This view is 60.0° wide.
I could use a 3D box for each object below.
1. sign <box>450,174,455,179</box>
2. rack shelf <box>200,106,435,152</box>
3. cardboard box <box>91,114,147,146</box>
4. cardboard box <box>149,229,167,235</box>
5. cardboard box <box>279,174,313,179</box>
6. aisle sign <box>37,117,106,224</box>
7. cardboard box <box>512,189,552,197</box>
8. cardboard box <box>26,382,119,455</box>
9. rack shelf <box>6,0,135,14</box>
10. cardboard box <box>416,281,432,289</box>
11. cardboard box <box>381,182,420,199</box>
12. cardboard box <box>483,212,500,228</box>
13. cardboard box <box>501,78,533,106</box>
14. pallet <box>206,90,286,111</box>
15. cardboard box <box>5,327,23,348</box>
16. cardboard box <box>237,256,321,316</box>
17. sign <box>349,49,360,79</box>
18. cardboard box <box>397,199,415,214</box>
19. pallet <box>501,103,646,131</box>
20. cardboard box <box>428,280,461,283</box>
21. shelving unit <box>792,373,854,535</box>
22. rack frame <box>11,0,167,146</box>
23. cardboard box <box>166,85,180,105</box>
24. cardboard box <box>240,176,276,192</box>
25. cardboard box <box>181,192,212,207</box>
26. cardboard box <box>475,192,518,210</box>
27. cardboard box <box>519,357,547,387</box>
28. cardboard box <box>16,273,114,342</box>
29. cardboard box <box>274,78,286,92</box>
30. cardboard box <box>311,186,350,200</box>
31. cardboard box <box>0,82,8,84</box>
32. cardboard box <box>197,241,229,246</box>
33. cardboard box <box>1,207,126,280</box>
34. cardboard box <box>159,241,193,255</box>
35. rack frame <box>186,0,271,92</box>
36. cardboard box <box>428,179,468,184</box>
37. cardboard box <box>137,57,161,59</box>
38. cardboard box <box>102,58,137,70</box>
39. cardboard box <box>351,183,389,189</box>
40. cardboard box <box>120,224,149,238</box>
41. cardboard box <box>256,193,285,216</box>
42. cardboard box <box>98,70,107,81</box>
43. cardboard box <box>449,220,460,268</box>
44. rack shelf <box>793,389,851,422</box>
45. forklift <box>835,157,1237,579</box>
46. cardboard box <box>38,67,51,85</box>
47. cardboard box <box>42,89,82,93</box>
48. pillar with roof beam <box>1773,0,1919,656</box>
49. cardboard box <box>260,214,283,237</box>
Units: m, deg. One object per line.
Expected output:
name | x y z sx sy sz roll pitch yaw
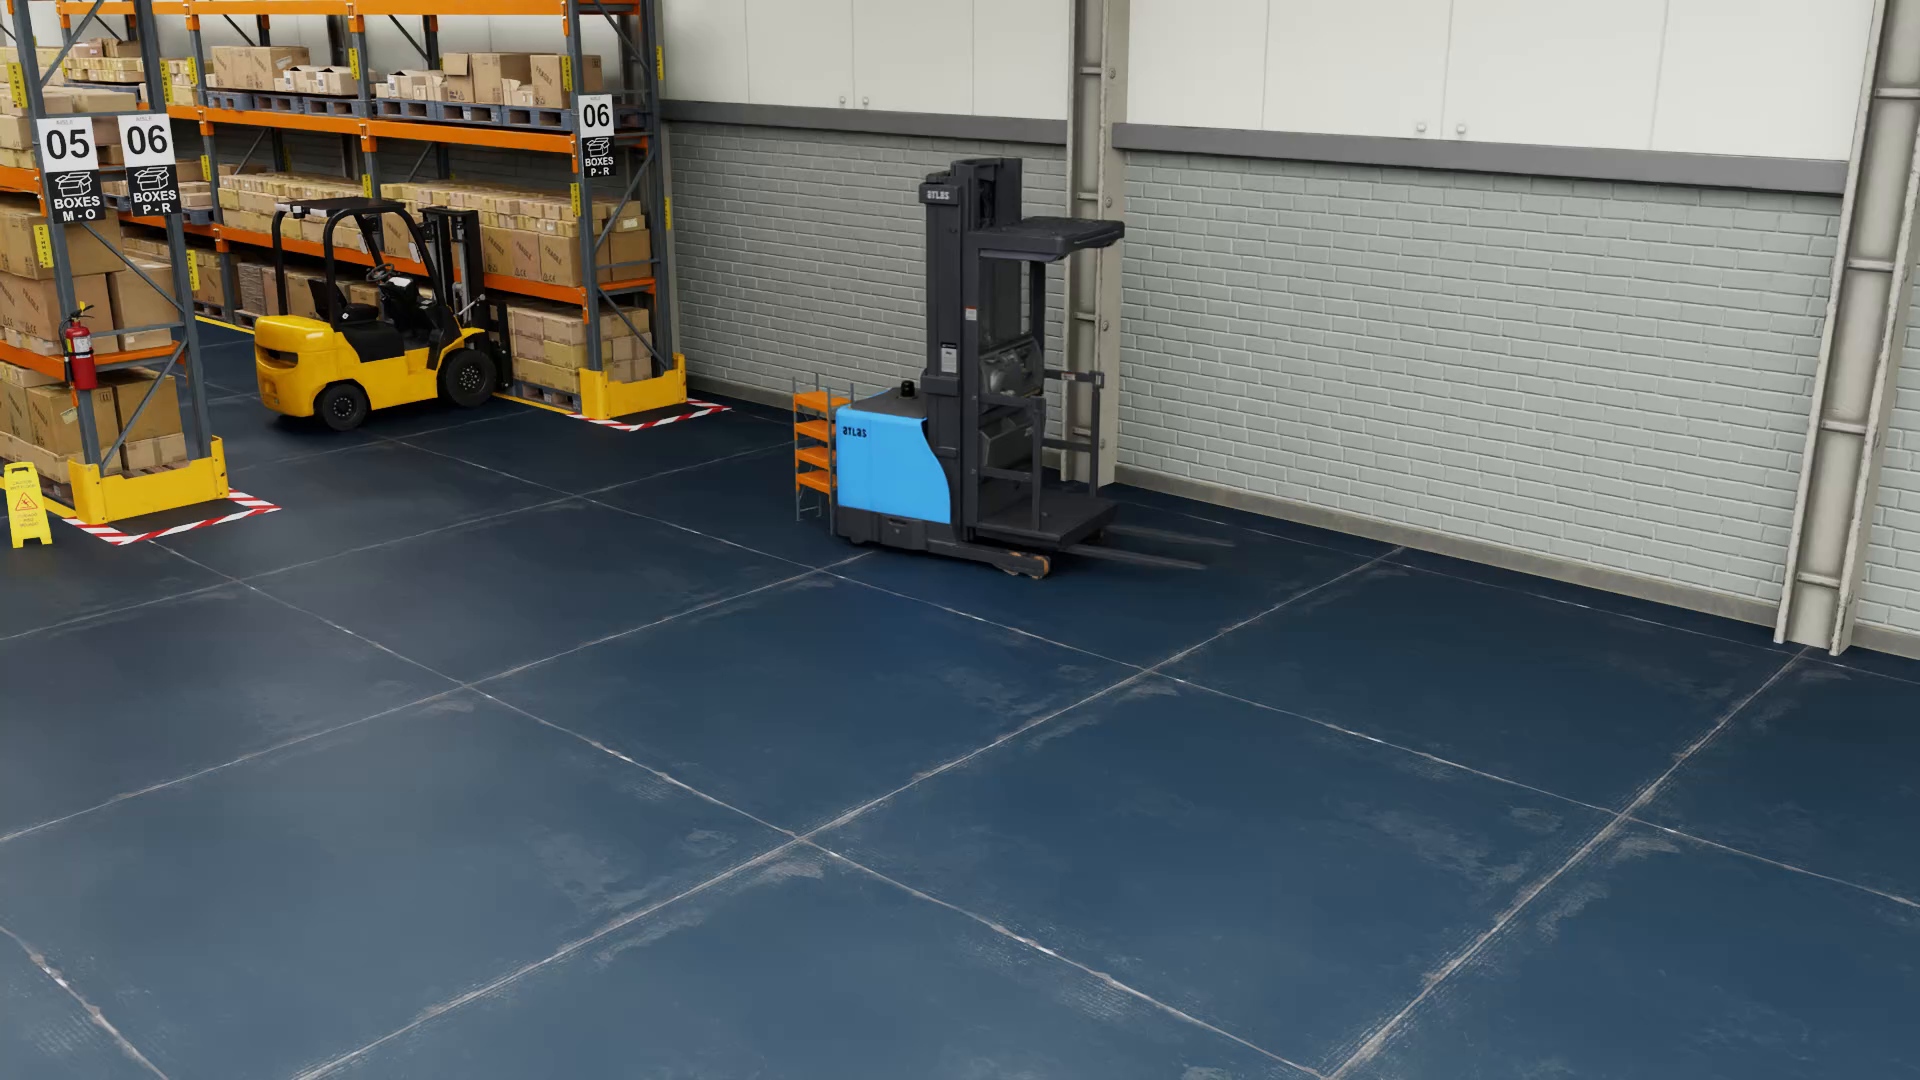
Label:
sign | -6.051 -4.198 19.820 0.005 0.325 0.100 15 23 39
rack shelf | -7.914 -5.110 20.486 4.000 0.370 1.077 15 23 39
cardboard box | -6.917 -3.356 13.526 0.500 0.250 0.500 15 23 38
cardboard box | -11.935 -4.538 24.816 0.250 0.149 0.380 14 22 37
cardboard box | -8.609 -4.669 21.628 0.250 0.149 0.380 15 23 39
aisle sign | -6.864 -2.856 12.855 0.004 0.787 0.394 15 23 39
cardboard box | -4.674 -3.750 18.241 0.250 0.149 0.380 15 23 40
cardboard box | -7.491 -1.044 14.054 0.500 0.500 0.500 15 23 40
rack shelf | -8.214 -4.612 13.961 4.000 0.370 1.077 15 23 39
cardboard box | -6.265 -2.820 19.237 0.500 0.250 0.500 15 23 38
cardboard box | -6.377 -3.990 18.994 0.250 0.149 0.380 16 23 40
cardboard box | -4.847 -3.434 17.736 0.250 0.149 0.380 15 23 40
cardboard box | -4.437 -4.581 16.991 0.258 0.266 0.396 15 23 39
pallet | -8.843 -5.649 21.306 1.003 0.211 1.213 16 24 42
cardboard box | -7.793 -1.729 14.016 0.250 0.149 0.380 16 23 40
cardboard box | -8.952 -3.365 21.988 0.625 0.625 0.875 16 24 41
sign | -6.771 -5.323 18.593 0.005 0.325 0.100 15 23 39
cardboard box | -6.159 -3.804 18.901 0.250 0.149 0.380 16 23 41
pallet | -3.938 -4.354 17.061 1.213 0.211 1.003 15 23 39
cardboard box | -5.922 -2.933 19.593 0.500 0.250 0.500 16 23 40
shelving unit | -1.084 -0.692 13.310 0.258 1.200 0.503 -14 22 -37
rack frame | -6.718 -4.555 12.587 0.127 3.000 1.000 15 23 39
cardboard box | -10.331 -5.932 22.135 0.500 0.250 0.500 15 23 39
cardboard box | -8.957 -4.552 21.259 0.250 0.149 0.380 16 24 41
cardboard box | -10.156 -4.551 22.213 0.250 0.149 0.380 16 23 40
cardboard box | -4.985 -3.648 17.920 0.250 0.149 0.380 15 23 40
cardboard box | -4.353 -1.833 17.781 0.500 0.250 0.500 15 23 39
cardboard box | -7.307 -1.931 13.581 0.500 0.500 0.500 15 23 38
cardboard box | -8.019 -5.487 20.039 0.250 0.149 0.380 15 23 39
cardboard box | -7.613 -4.196 20.135 0.250 0.149 0.380 14 23 38
cardboard box | -14.596 -6.999 25.662 0.250 0.149 0.380 15 23 39
cardboard box | -10.596 -4.166 23.645 0.250 0.149 0.380 15 23 40
cardboard box | -7.245 -2.414 13.450 0.500 0.500 0.700 14 23 38
cardboard box | -11.070 -4.118 23.496 0.250 0.149 0.380 15 23 39
rack frame | -9.410 -7.285 21.189 0.127 3.000 1.000 15 23 39
cardboard box | -5.979 -4.125 19.421 0.250 0.149 0.380 15 23 39
cardboard box | -11.332 -6.686 23.326 0.250 0.149 0.380 14 22 38
cardboard box | -11.621 -6.587 23.013 0.250 0.149 0.380 15 23 40
cardboard box | -7.265 -4.316 20.516 0.250 0.149 0.380 15 23 39
cardboard box | -12.084 -4.514 24.252 0.250 0.149 0.380 14 22 37
cardboard box | -8.487 -4.238 20.927 0.500 0.250 0.500 14 23 38
cardboard box | -11.676 -6.432 23.016 0.250 0.149 0.380 15 23 39
cardboard box | -5.479 -3.319 18.447 0.500 0.500 0.500 15 23 39
rack shelf | -1.084 -1.067 13.191 0.258 0.148 0.480 -14 22 -37
forklift | 0.567 -1.291 12.334 3.031 2.935 1.130 10 20 28
cardboard box | -13.324 -6.871 24.599 0.500 0.250 0.500 14 22 37
cardboard box | -7.581 -3.709 13.979 0.250 0.149 0.380 15 23 39
pillar with roof beam | 2.769 -2.639 6.550 0.400 9.000 9.100 15 23 39
cardboard box | -8.477 -4.005 21.022 0.500 0.250 0.500 14 22 38
